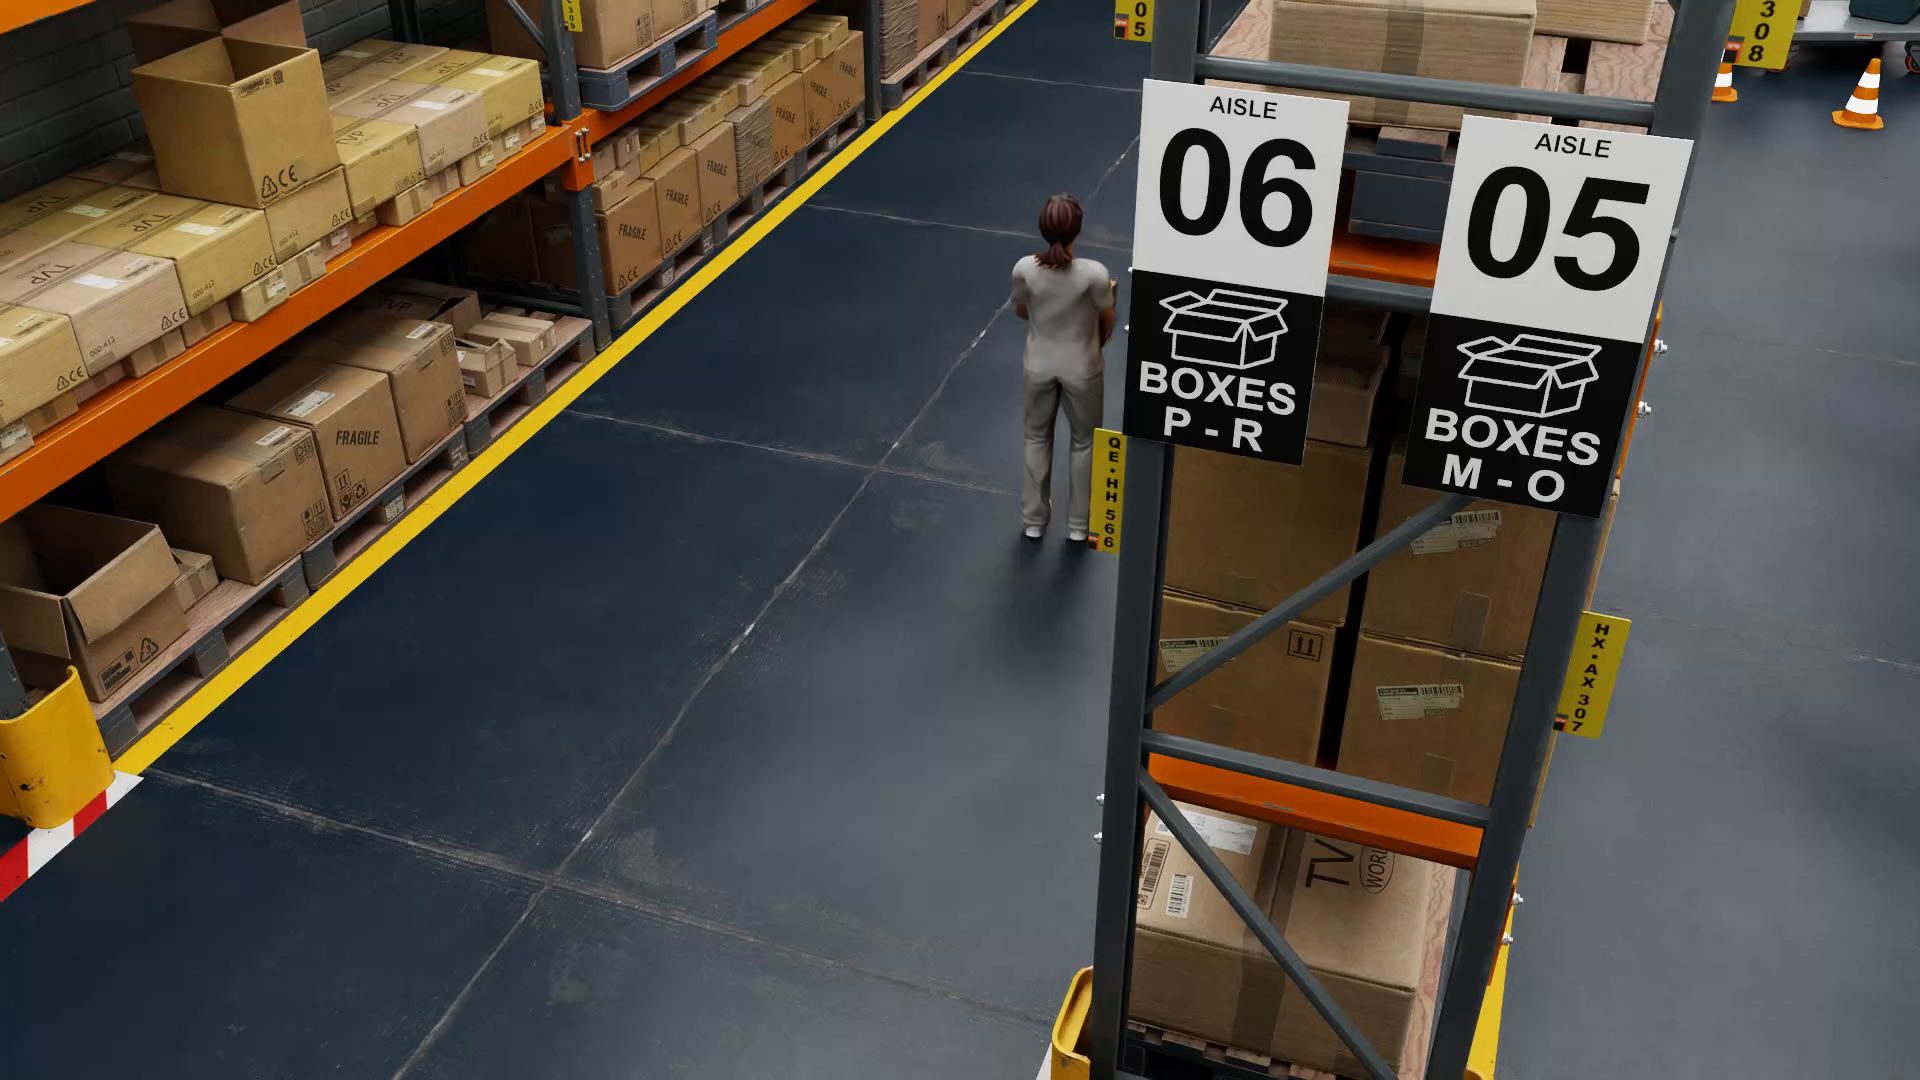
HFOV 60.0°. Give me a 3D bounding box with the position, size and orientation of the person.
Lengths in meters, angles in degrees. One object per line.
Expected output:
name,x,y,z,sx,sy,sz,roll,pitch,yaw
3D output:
person,0.453,-0.771,7.313,0.444,1.671,0.547,9,34,13
